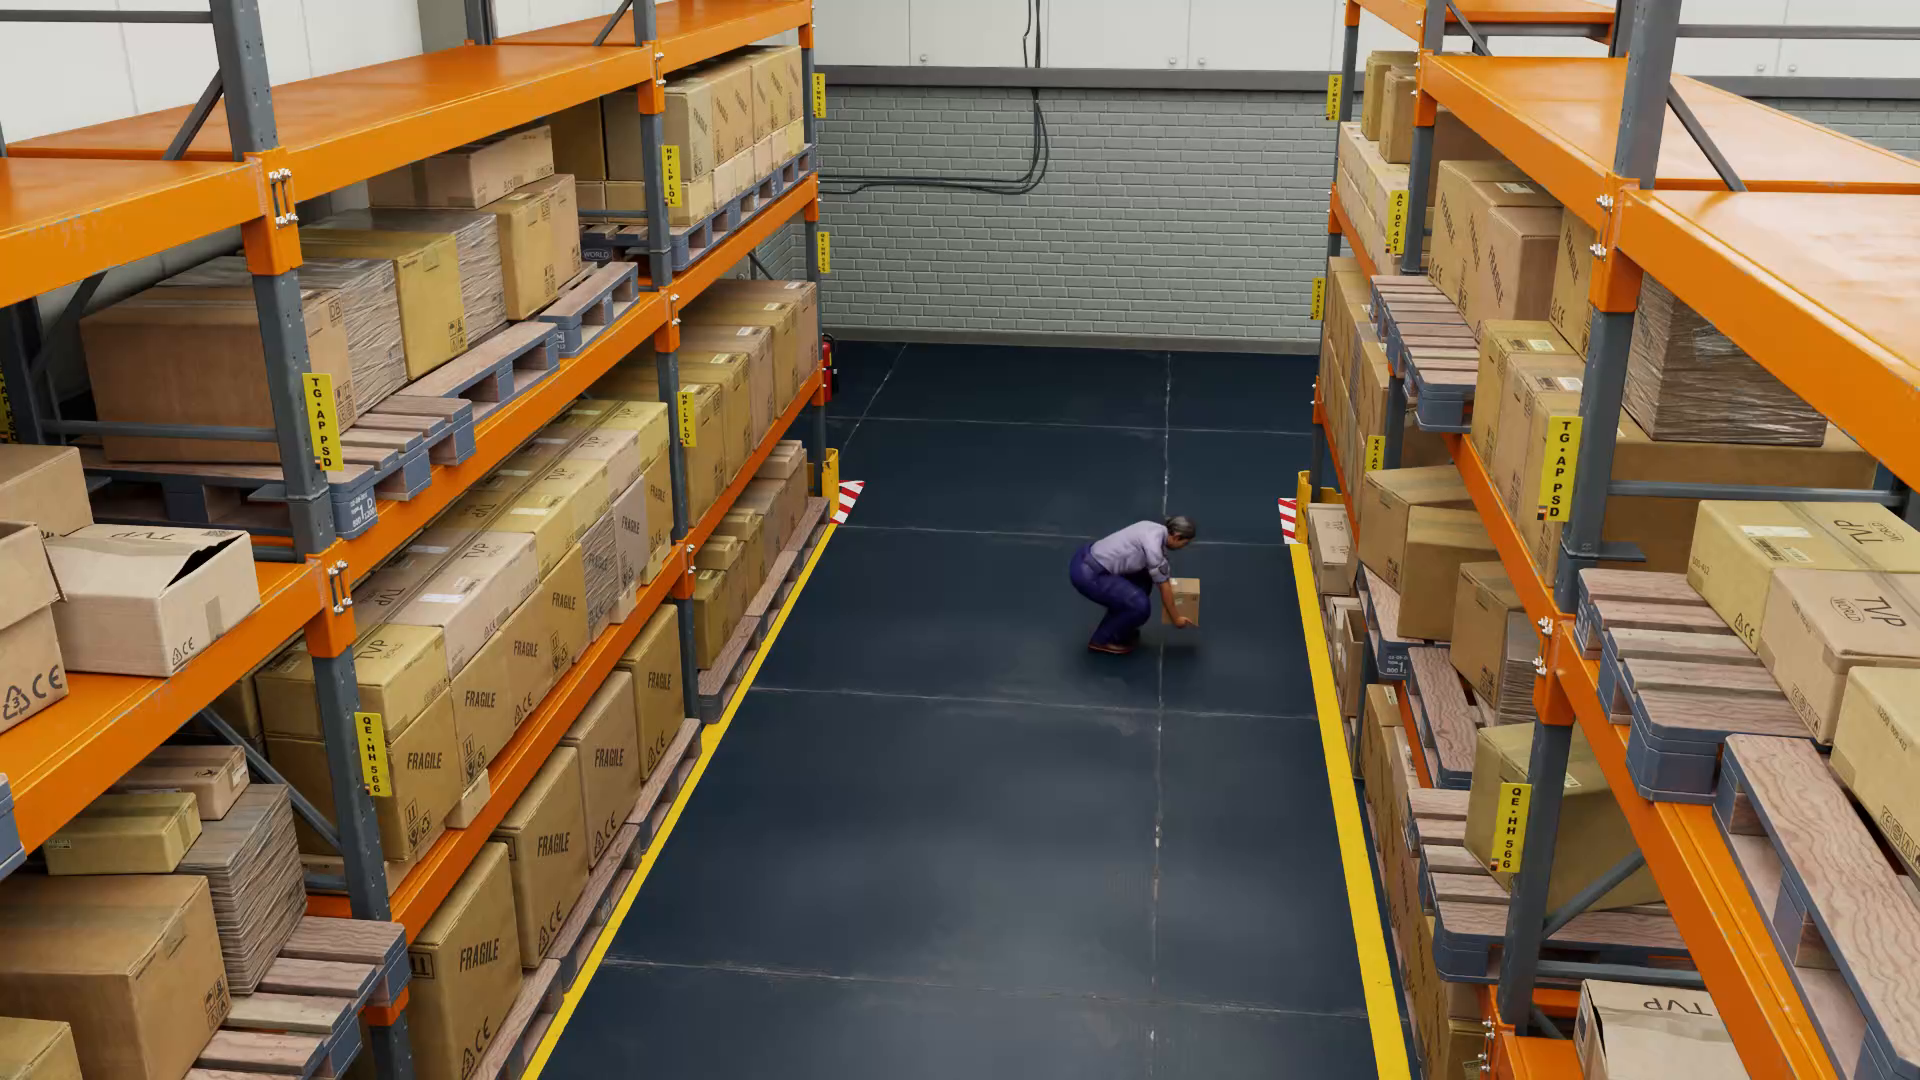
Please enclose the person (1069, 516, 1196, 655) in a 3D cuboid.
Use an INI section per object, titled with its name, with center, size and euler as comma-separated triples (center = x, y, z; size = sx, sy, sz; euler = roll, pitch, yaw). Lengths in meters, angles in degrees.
[person]
center = 1.174, 0.285, 11.364
size = 0.856, 0.938, 0.502
euler = 2, 21, 5
